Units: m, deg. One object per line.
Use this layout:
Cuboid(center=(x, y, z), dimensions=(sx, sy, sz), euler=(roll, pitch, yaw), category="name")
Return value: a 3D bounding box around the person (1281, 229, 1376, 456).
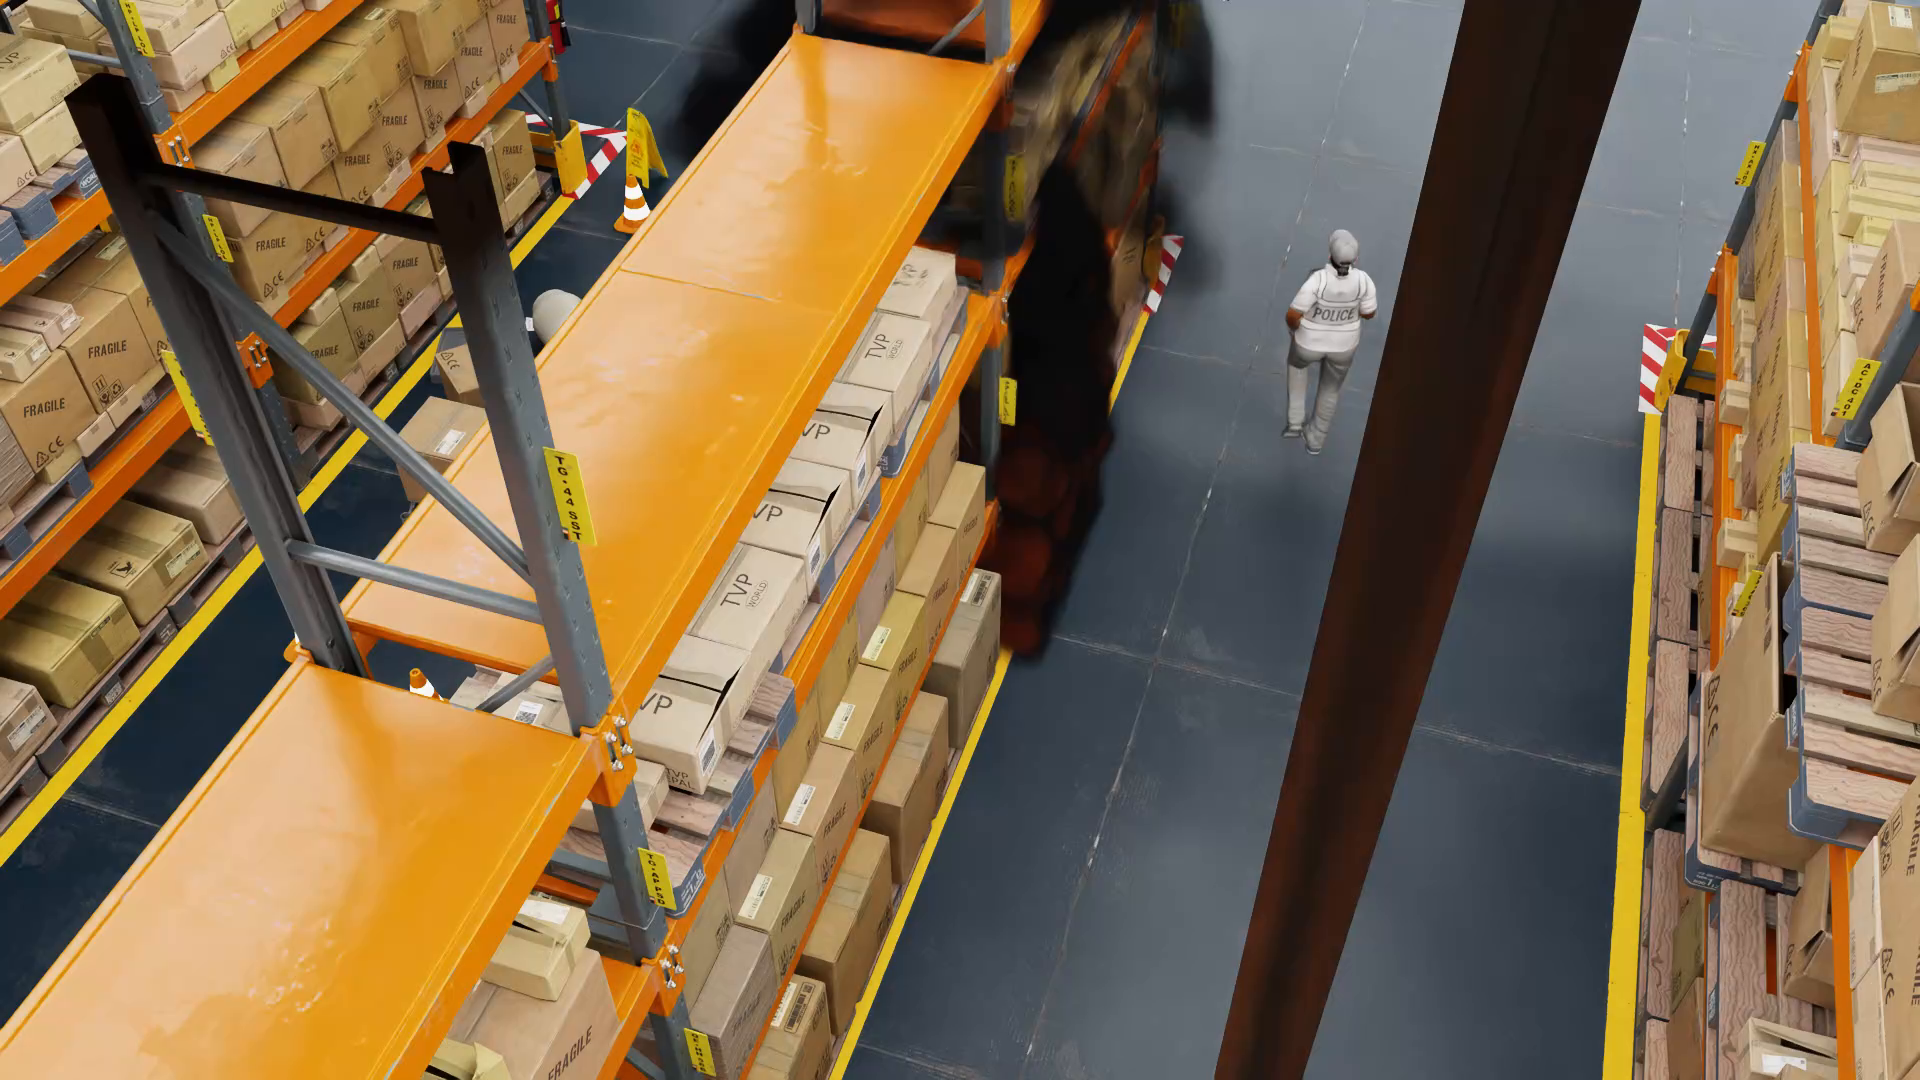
Cuboid(center=(2.369, -1.320, 10.912), dimensions=(0.589, 1.724, 0.595), euler=(3, 46, 3), category="person")
